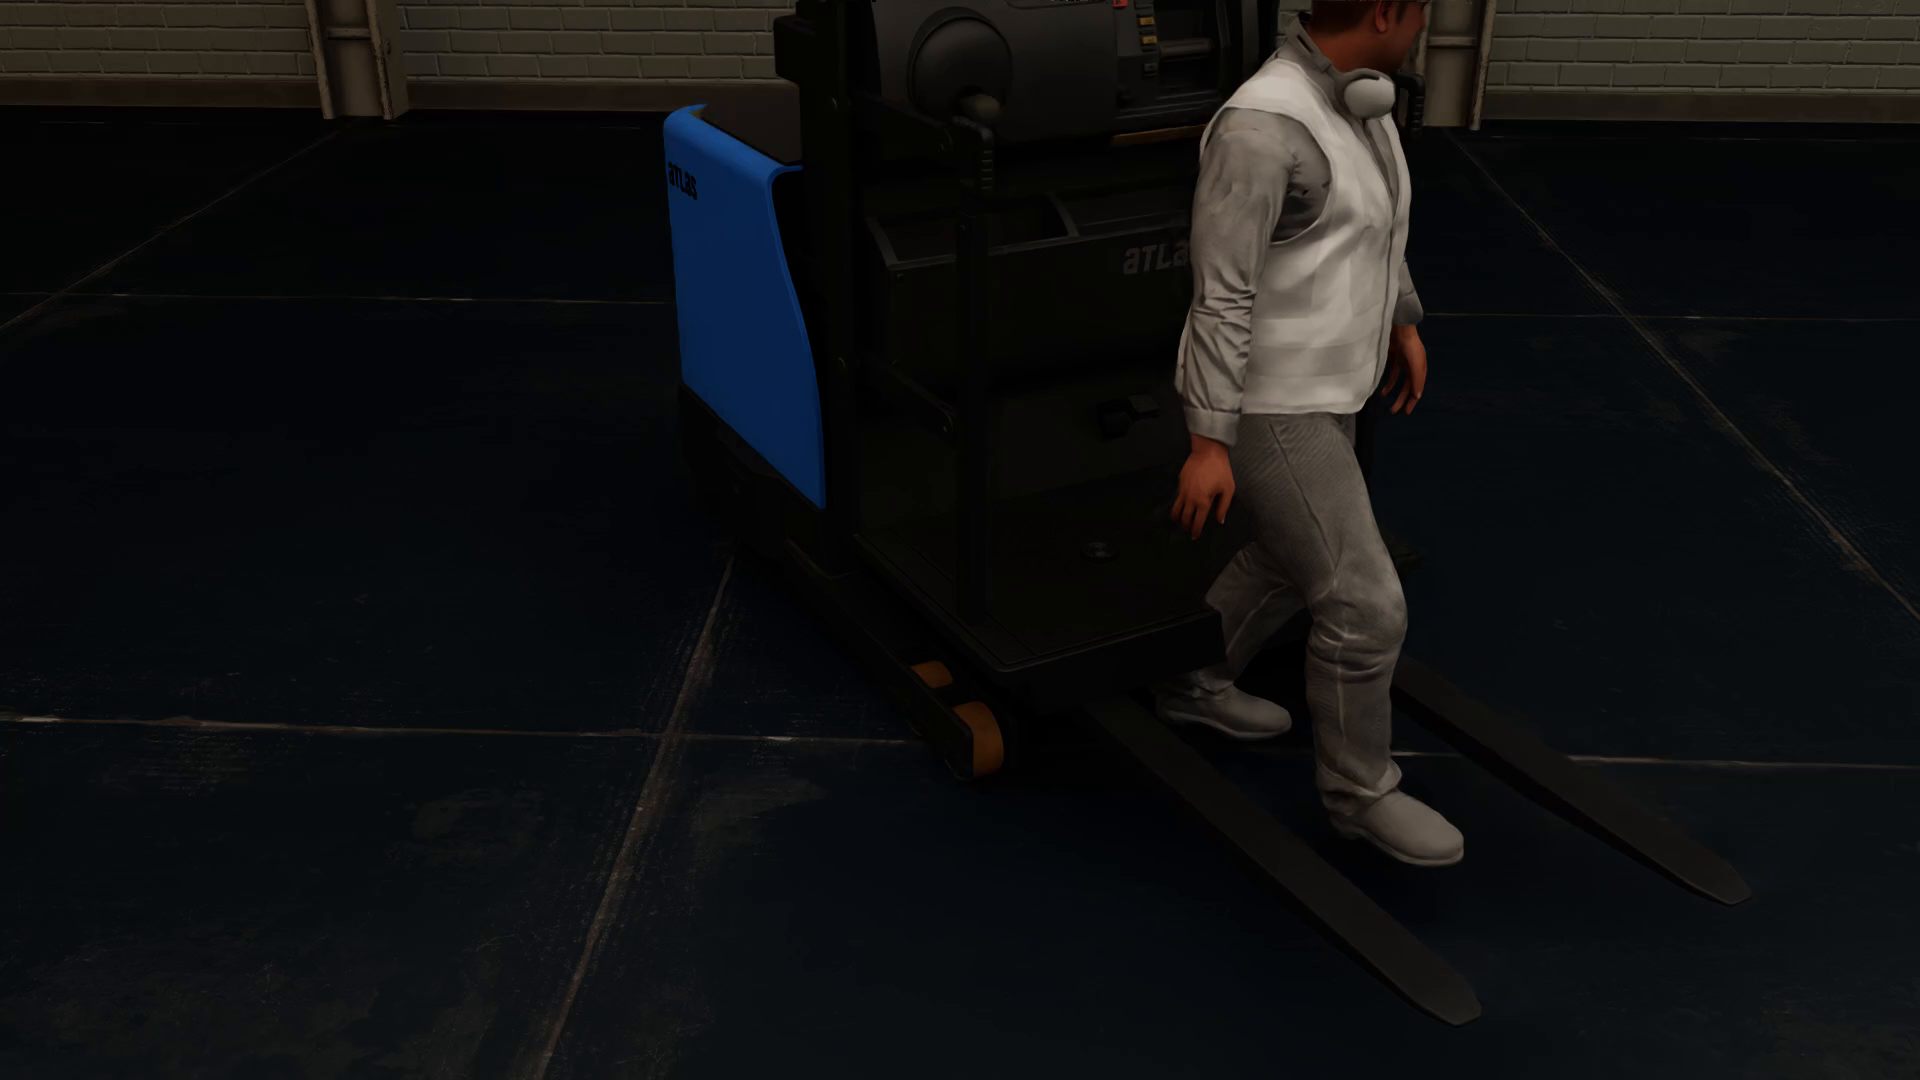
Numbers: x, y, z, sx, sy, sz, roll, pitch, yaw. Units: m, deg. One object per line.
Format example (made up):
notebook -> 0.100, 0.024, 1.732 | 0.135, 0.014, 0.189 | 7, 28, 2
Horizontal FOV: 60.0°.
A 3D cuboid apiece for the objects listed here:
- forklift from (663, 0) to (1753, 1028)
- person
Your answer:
forklift -> 0.332, -1.037, 3.310 | 1.130, 2.935, 3.031 | -13, 29, -25
person -> 0.677, -0.261, 3.016 | 0.746, 1.730, 0.740 | 13, 29, 24
